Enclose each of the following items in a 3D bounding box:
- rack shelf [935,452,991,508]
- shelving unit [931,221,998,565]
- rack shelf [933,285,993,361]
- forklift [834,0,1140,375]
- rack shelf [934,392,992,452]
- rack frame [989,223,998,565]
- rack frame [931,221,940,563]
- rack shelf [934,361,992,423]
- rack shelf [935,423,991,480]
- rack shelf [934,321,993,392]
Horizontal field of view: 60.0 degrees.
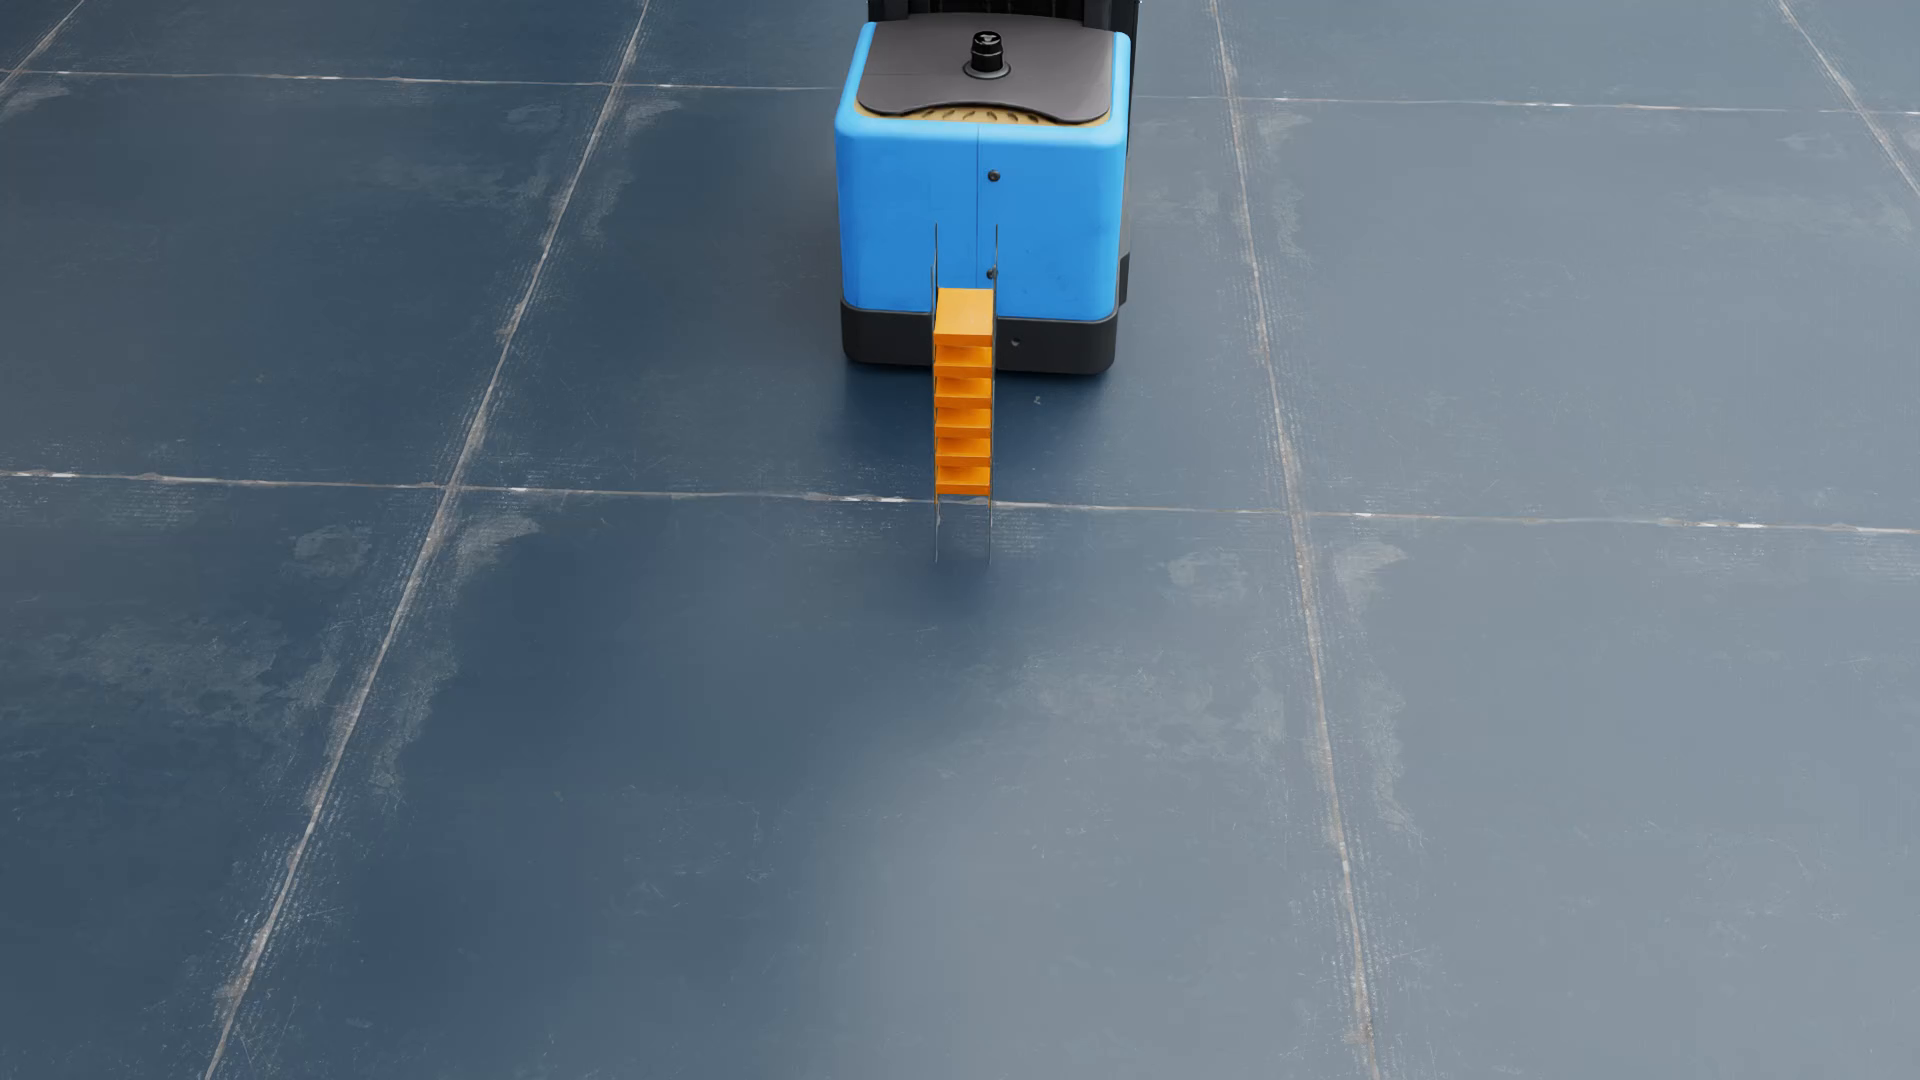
[{"bbox_3d":[0.014,-0.230,5.534,0.180,0.103,0.258,2,43,2],"label":"rack shelf"},{"bbox_3d":[0.014,-0.439,5.341,0.189,1.200,0.258,2,43,2],"label":"shelving unit"},{"bbox_3d":[0.014,-0.669,5.125,0.180,0.103,0.258,2,43,2],"label":"rack shelf"},{"bbox_3d":[0.197,-2.701,6.499,1.130,2.935,3.031,4,43,4],"label":"forklift"},{"bbox_3d":[0.014,-0.406,5.371,0.180,0.103,0.258,2,43,2],"label":"rack shelf"},{"bbox_3d":[0.106,-0.436,5.338,0.006,1.200,0.240,2,43,2],"label":"rack frame"},{"bbox_3d":[-0.077,-0.441,5.344,0.006,1.200,0.240,2,43,2],"label":"rack frame"},{"bbox_3d":[0.014,-0.494,5.289,0.180,0.103,0.258,2,43,2],"label":"rack shelf"},{"bbox_3d":[0.014,-0.318,5.453,0.180,0.103,0.258,2,43,2],"label":"rack shelf"},{"bbox_3d":[0.014,-0.582,5.207,0.180,0.103,0.258,2,43,2],"label":"rack shelf"}]
